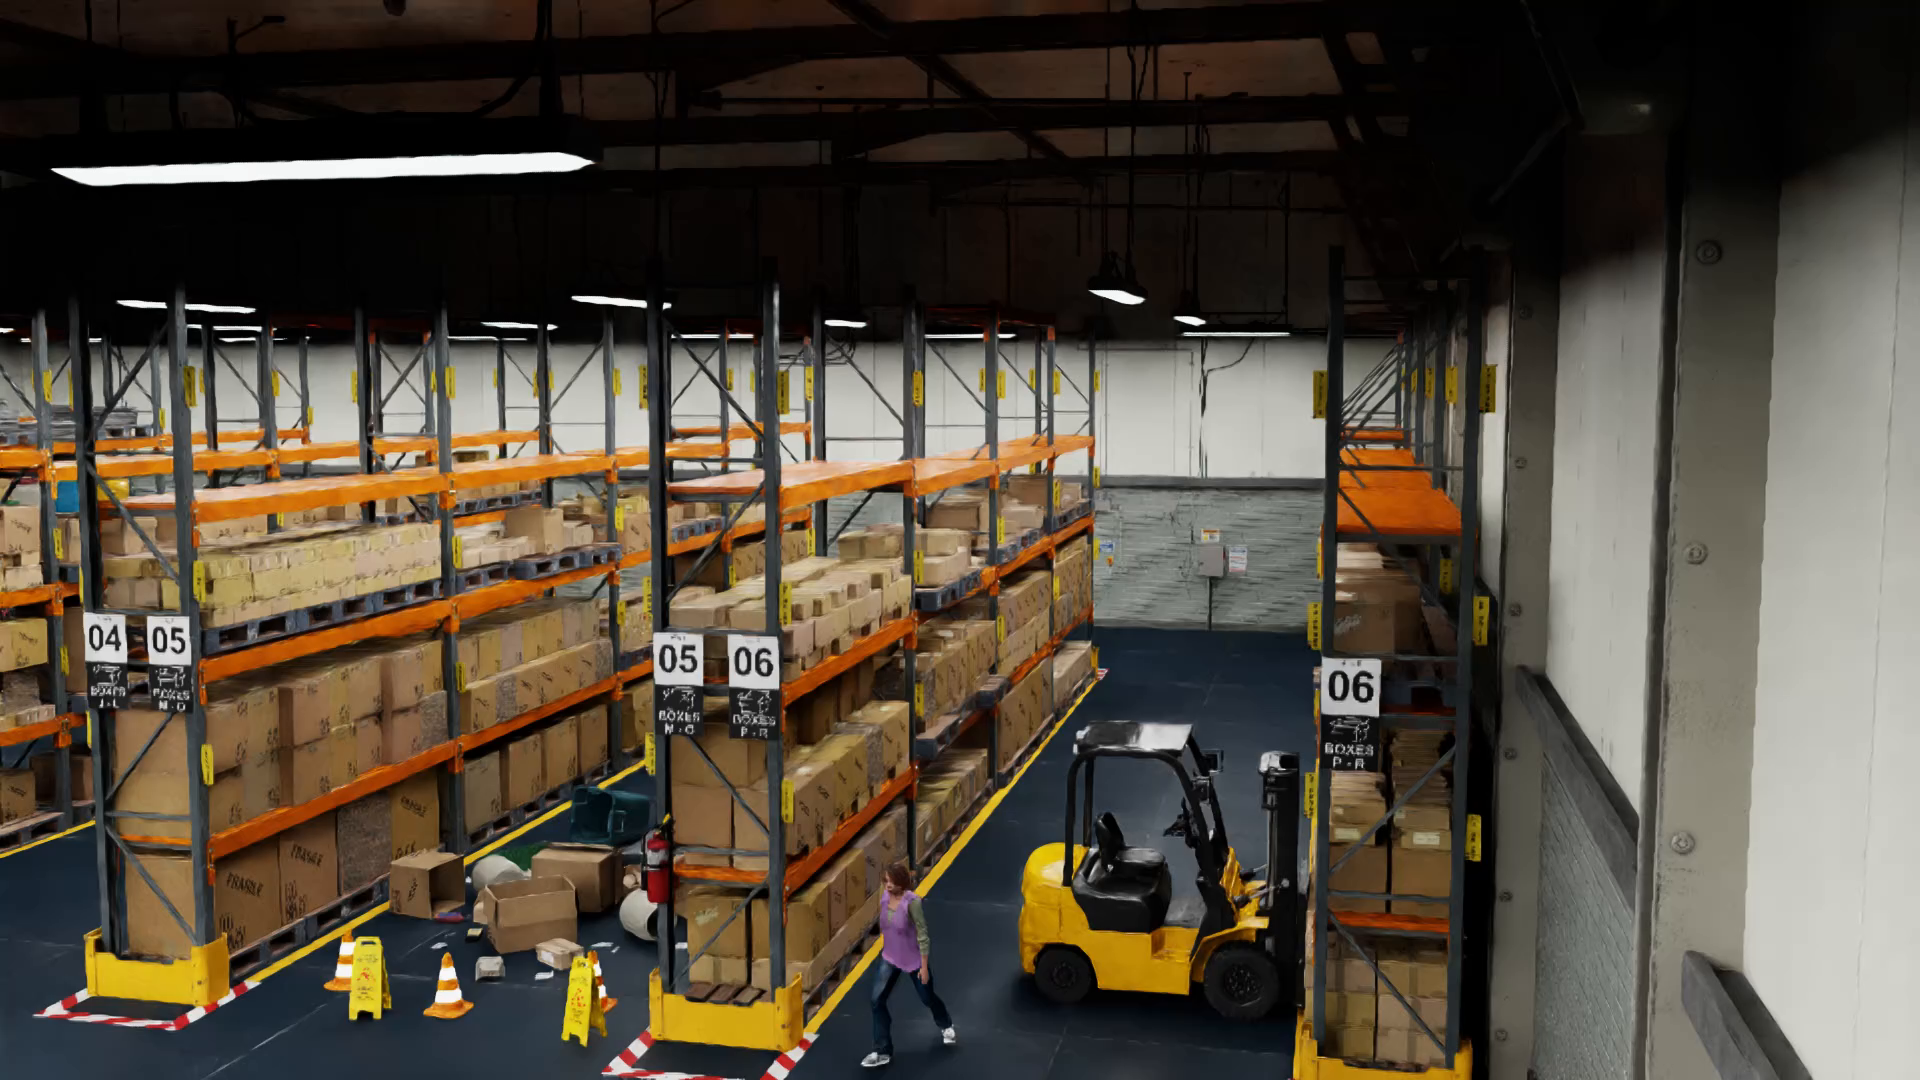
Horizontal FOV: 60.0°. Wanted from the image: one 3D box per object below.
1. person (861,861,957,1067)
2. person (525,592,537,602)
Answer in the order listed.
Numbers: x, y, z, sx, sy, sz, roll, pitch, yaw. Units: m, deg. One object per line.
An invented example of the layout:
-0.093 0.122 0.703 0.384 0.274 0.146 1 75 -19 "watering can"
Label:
-0.372 3.134 12.495 0.461 1.530 0.866 4 7 33 "person"
-6.783 1.627 26.473 0.600 1.725 1.111 1 6 12 "person"
